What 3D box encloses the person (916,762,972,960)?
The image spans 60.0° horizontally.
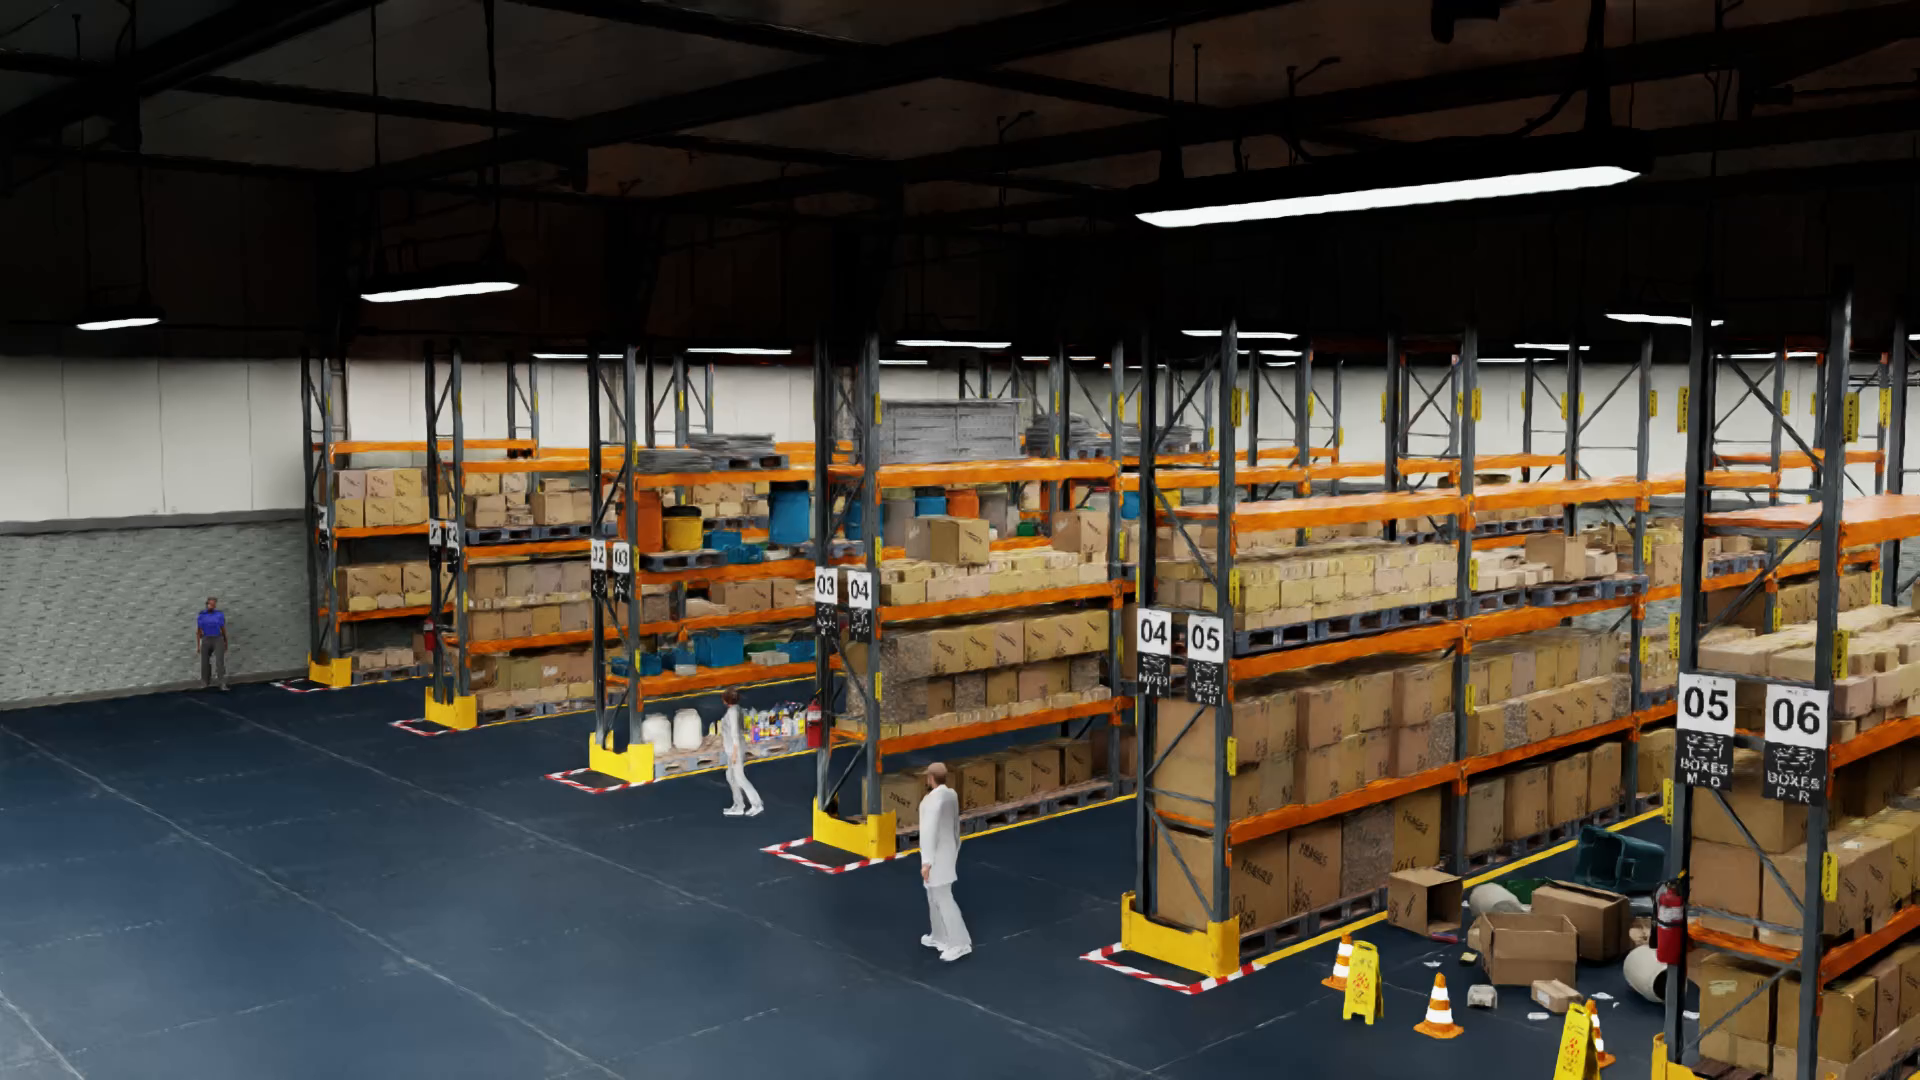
[{"bbox_3d":[-0.147,2.938,15.375,0.586,1.770,0.690,2,5,20],"label":"person"}]

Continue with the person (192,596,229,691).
[{"bbox_3d":[-13.071,1.796,28.951,0.649,1.659,0.431,-1,5,-13],"label":"person"}]

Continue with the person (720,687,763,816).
[{"bbox_3d":[-2.672,2.589,20.378,0.509,1.586,0.468,0,5,-4],"label":"person"}]
